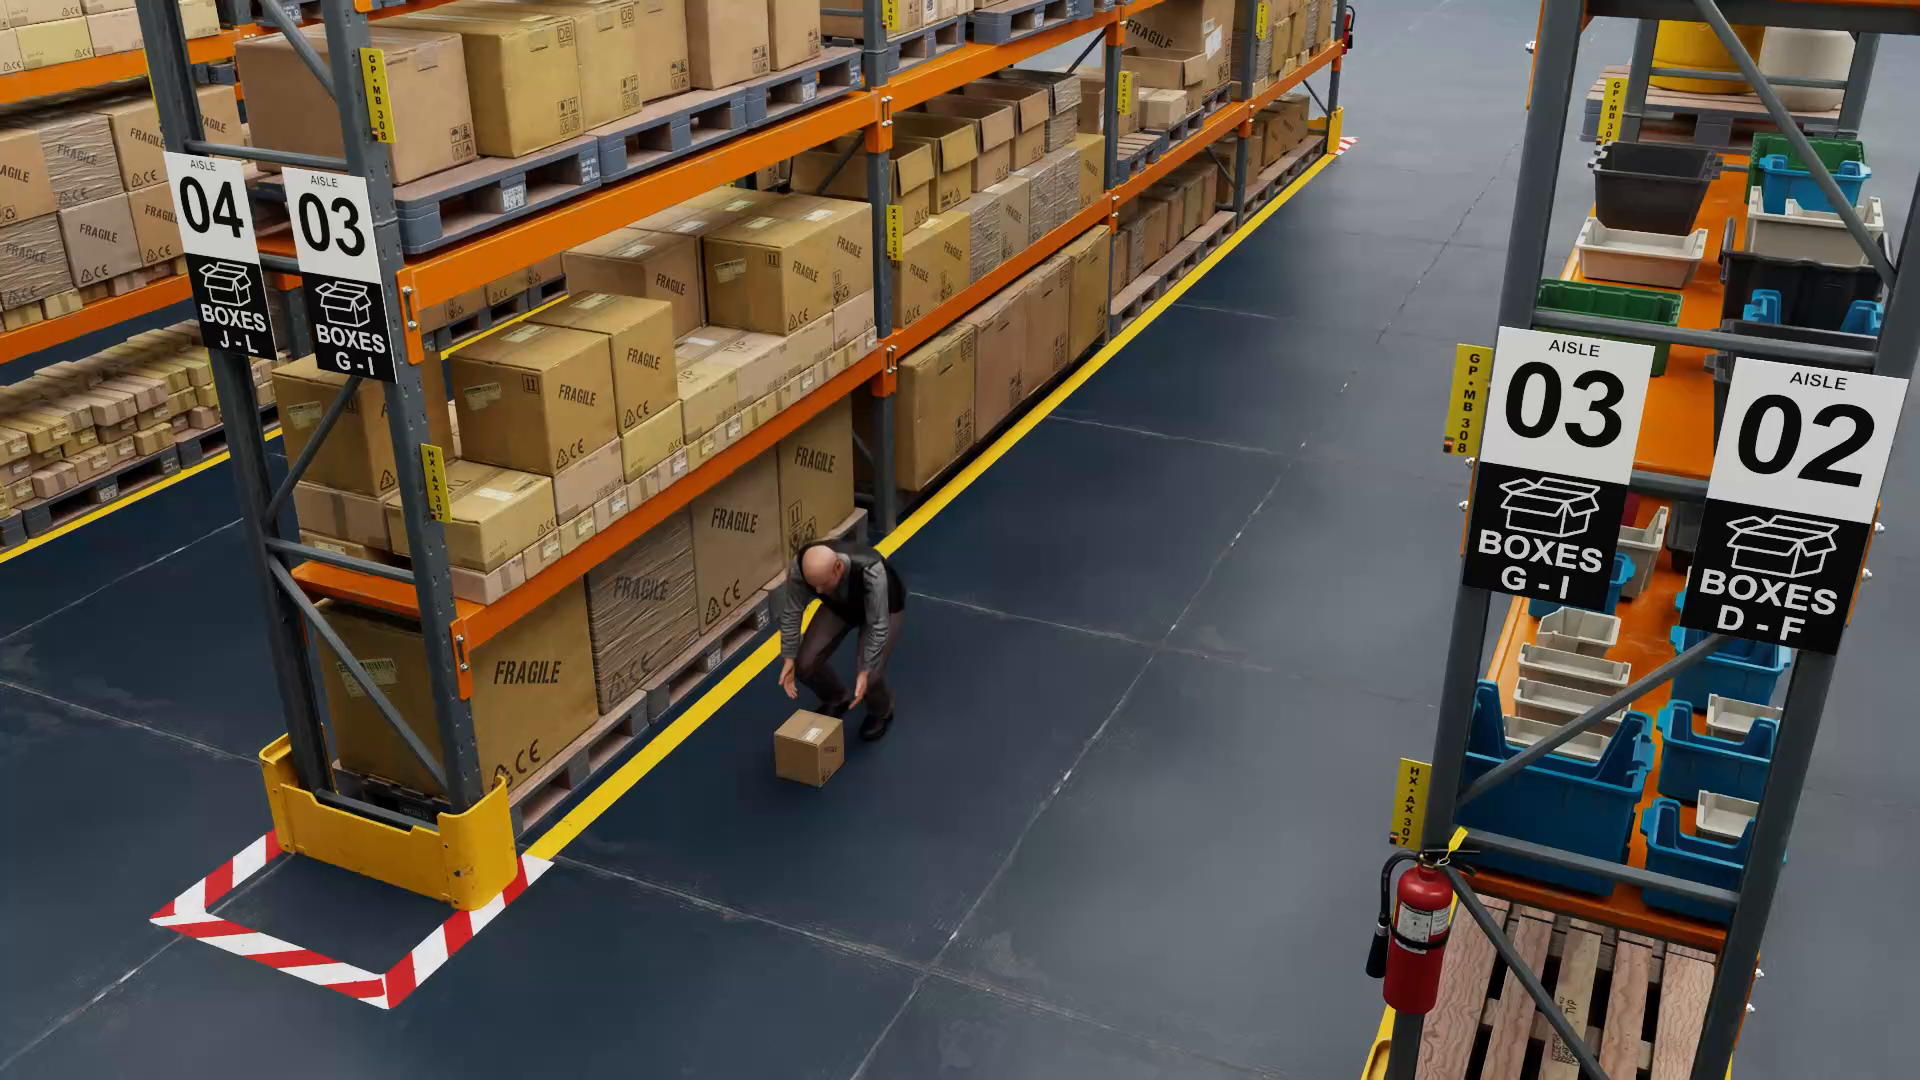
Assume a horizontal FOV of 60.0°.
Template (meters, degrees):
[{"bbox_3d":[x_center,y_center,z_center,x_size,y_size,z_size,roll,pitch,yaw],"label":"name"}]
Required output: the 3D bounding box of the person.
[{"bbox_3d":[-0.549,0.447,8.328,0.578,1.196,0.805,11,28,22],"label":"person"}]
